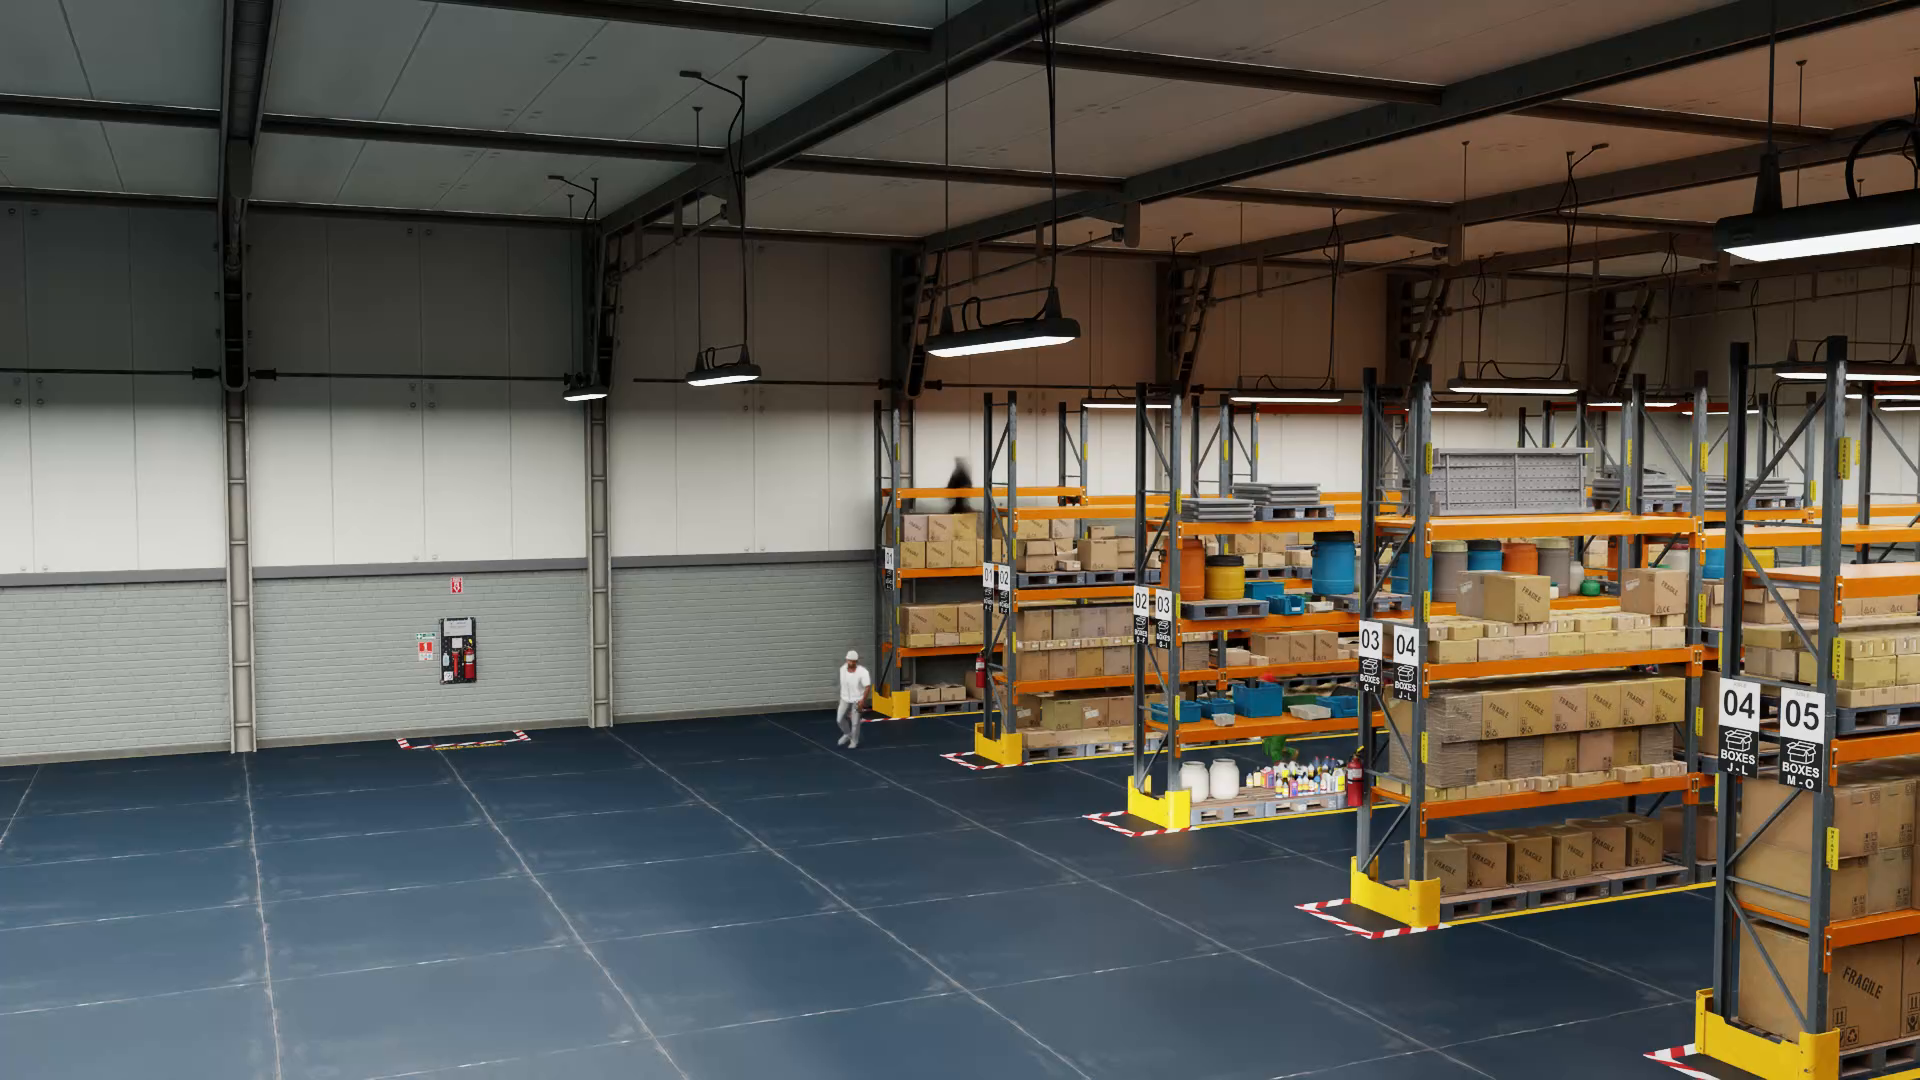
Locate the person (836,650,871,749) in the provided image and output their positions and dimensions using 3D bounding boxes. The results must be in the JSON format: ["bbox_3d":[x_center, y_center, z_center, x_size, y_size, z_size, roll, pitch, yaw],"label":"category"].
[{"bbox_3d":[-1.783,2.679,27.908,0.673,1.702,0.686,1,4,19],"label":"person"}]

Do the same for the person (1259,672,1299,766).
[{"bbox_3d":[4.866,2.852,25.332,0.761,1.713,0.644,-2,4,-28],"label":"person"}]

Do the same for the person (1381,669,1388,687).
[{"bbox_3d":[8.286,2.395,32.535,0.828,1.812,0.672,-1,3,-18],"label":"person"}]
